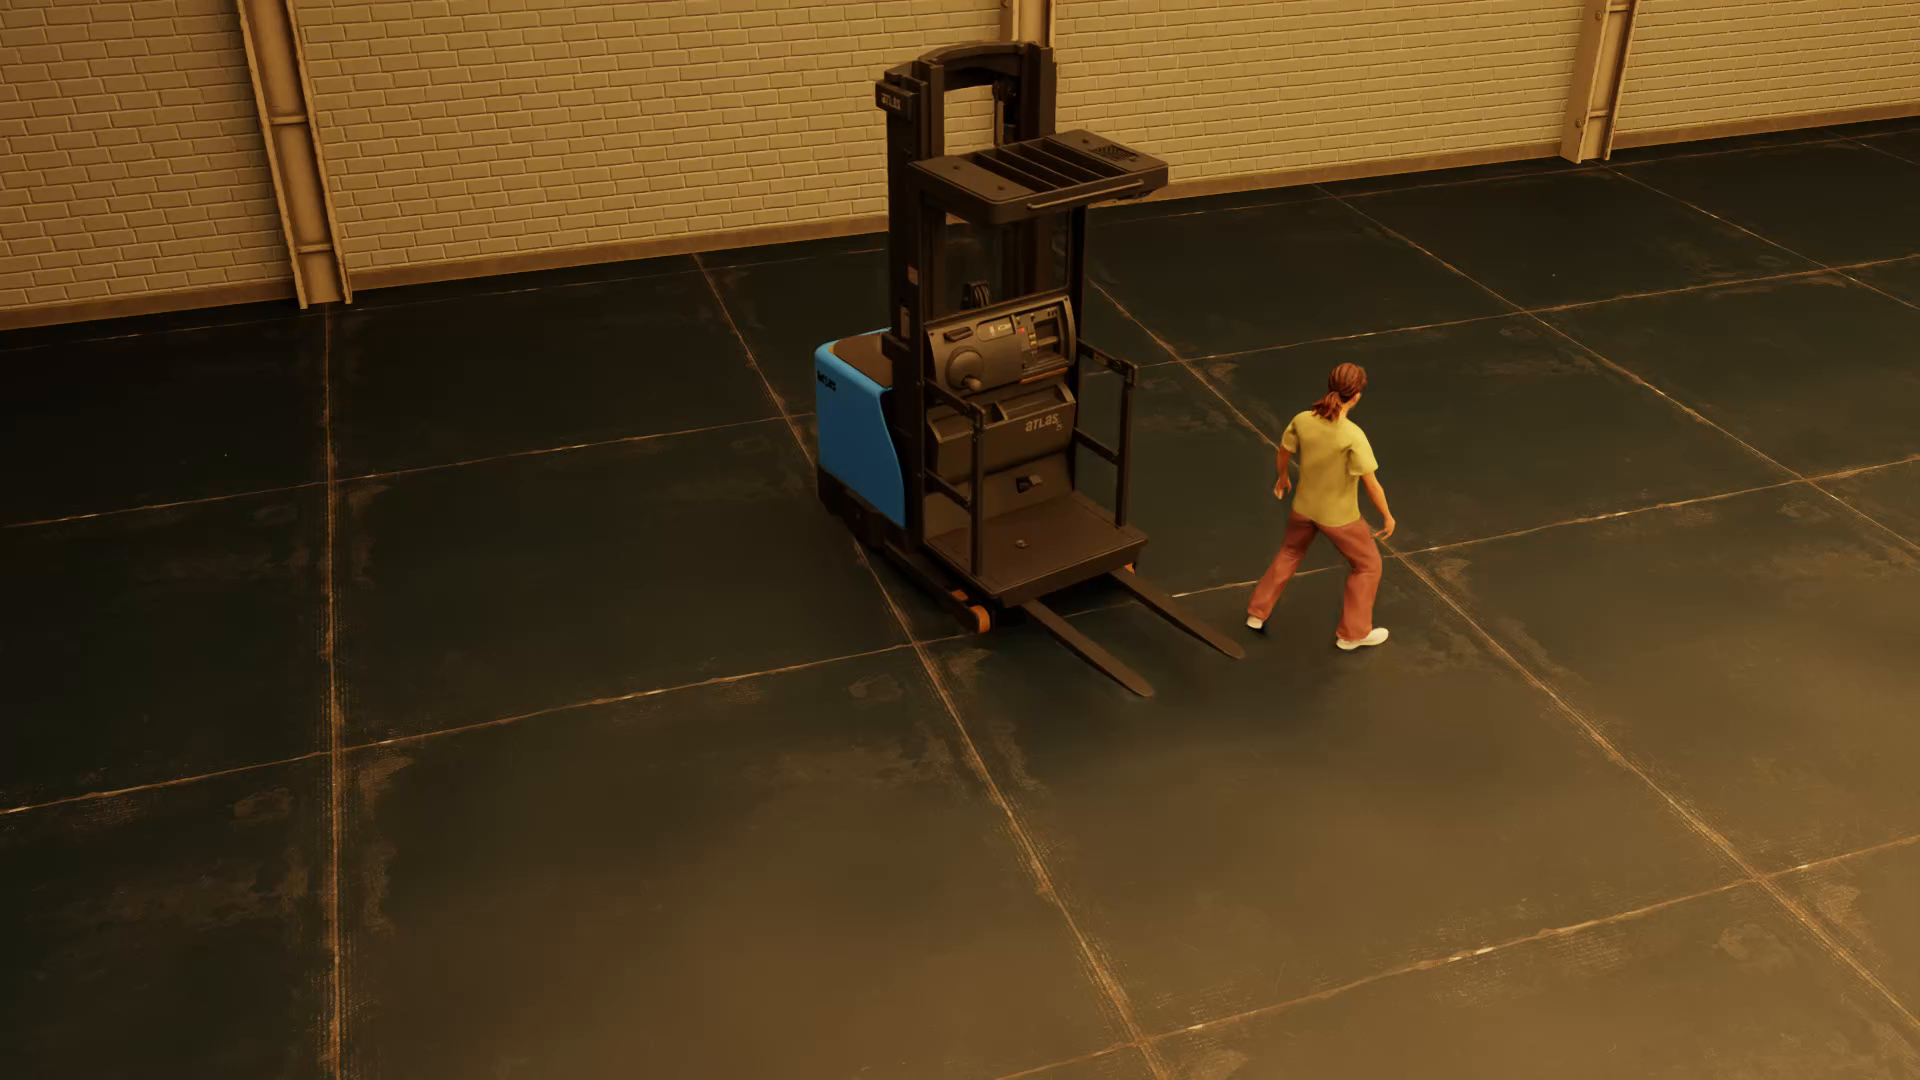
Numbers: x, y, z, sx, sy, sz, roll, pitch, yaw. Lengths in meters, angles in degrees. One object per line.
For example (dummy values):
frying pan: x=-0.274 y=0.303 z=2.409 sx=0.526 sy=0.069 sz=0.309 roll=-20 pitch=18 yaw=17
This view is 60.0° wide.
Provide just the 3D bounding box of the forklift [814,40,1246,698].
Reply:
forklift: x=0.352 y=-1.019 z=8.858 sx=1.130 sy=2.935 sz=3.031 roll=-18 pitch=35 yaw=-29

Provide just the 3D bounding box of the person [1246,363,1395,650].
person: x=1.933 y=-0.201 z=8.740 sx=0.503 sy=1.627 sz=0.787 roll=-26 pitch=39 yaw=-37
